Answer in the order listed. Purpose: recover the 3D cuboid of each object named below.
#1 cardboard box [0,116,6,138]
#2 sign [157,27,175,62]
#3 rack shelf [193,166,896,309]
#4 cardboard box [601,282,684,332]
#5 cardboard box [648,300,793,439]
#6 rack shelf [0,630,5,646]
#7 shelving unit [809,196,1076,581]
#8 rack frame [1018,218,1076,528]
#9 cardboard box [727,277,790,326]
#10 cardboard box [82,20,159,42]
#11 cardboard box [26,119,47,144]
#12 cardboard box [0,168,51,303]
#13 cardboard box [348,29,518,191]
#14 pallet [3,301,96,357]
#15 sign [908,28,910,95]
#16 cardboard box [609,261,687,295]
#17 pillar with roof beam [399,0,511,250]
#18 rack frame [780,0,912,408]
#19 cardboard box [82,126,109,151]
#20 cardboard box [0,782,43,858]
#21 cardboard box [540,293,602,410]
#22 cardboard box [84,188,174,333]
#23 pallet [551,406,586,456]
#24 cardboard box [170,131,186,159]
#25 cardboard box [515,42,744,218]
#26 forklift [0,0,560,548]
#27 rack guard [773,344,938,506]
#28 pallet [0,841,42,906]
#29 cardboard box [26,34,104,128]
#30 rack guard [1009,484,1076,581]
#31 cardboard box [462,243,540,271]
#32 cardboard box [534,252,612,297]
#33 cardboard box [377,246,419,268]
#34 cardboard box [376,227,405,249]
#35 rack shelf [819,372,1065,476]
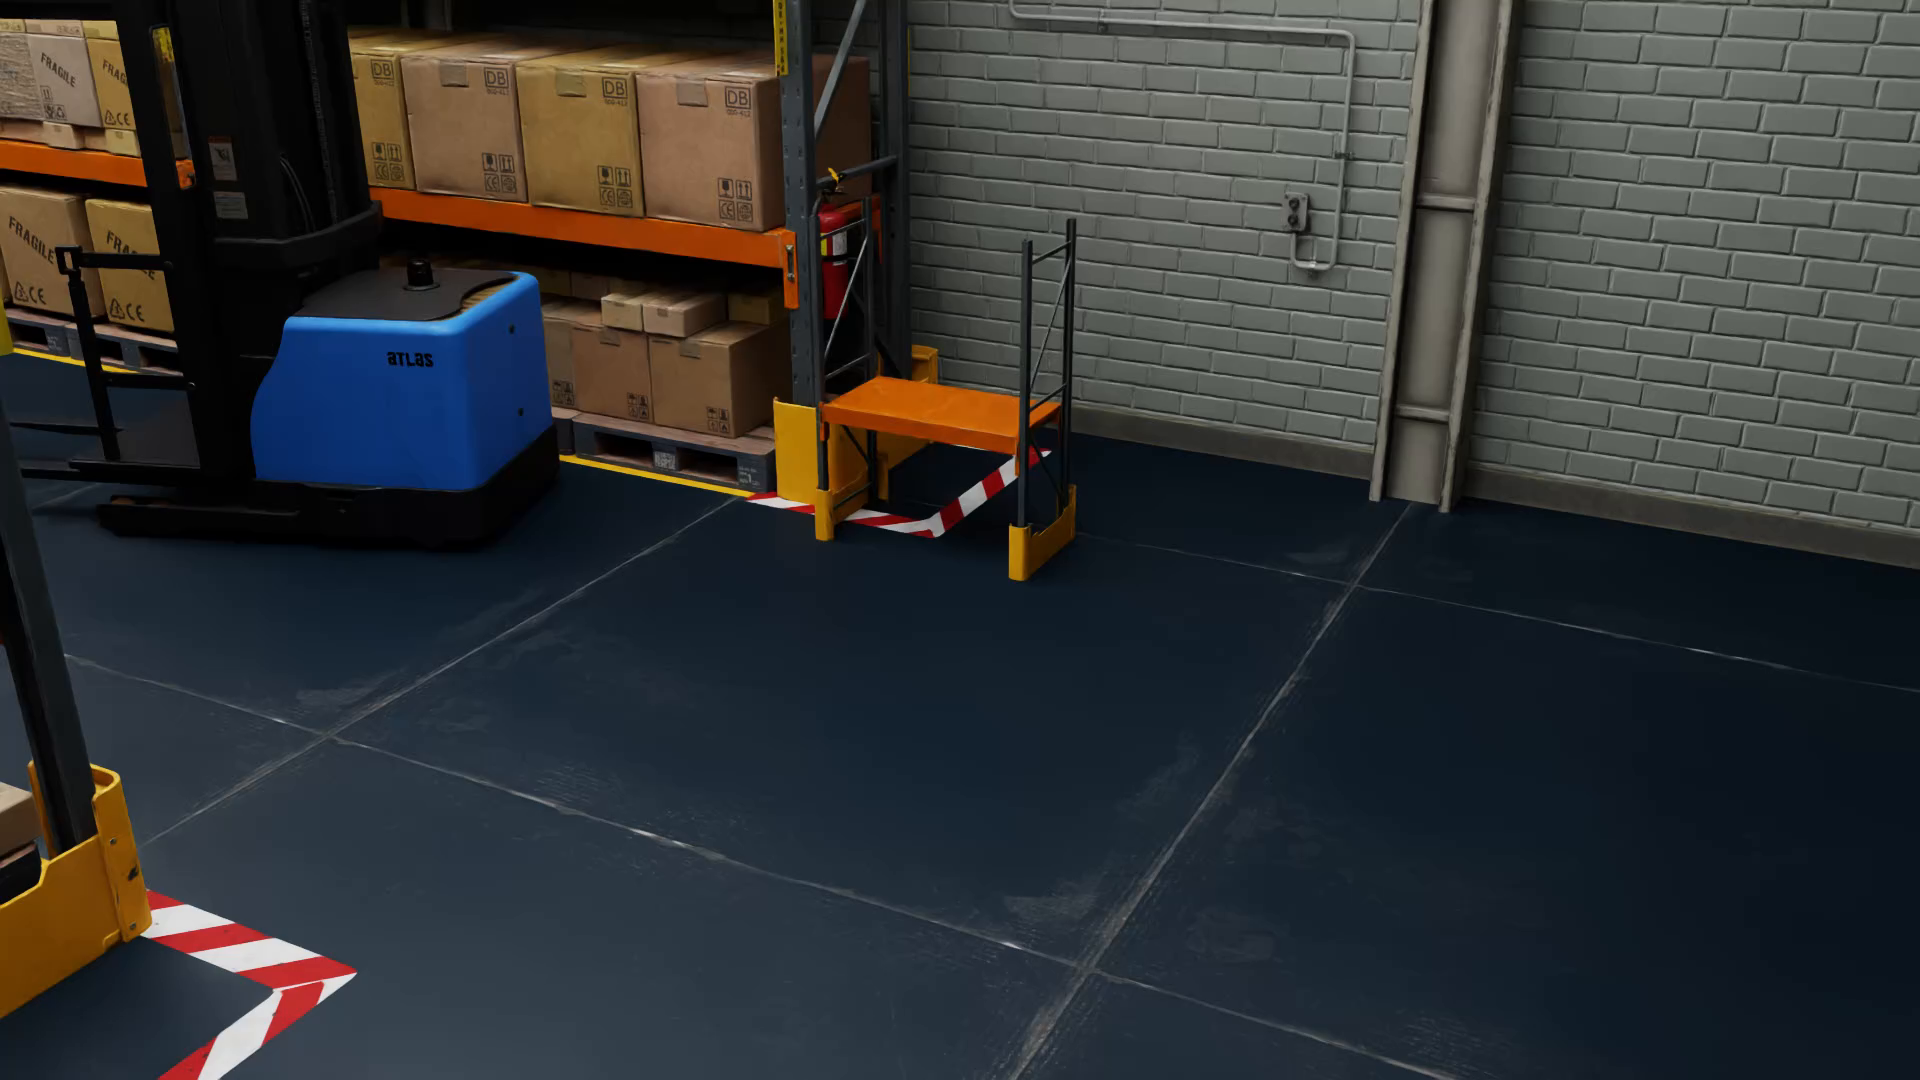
[{"bbox_3d":[-5.880,-2.623,10.380,0.250,0.149,0.380,12,26,26],"label":"cardboard box"},{"bbox_3d":[-4.341,-2.783,9.083,0.005,0.325,0.100,11,25,25],"label":"sign"},{"bbox_3d":[-2.320,-1.794,9.054,4.000,0.370,1.077,11,25,25],"label":"rack shelf"},{"bbox_3d":[-1.630,-1.206,8.580,0.250,0.149,0.380,12,26,26],"label":"cardboard box"},{"bbox_3d":[-1.205,-0.903,8.698,0.500,0.500,0.700,11,25,25],"label":"cardboard box"},{"bbox_3d":[-4.552,-0.063,4.984,4.000,0.370,1.077,11,25,25],"label":"rack shelf"},{"bbox_3d":[-0.068,-0.704,7.488,1.083,1.500,0.587,11,25,25],"label":"shelving unit"},{"bbox_3d":[0.378,-0.615,7.281,0.032,1.500,0.500,11,25,25],"label":"rack frame"},{"bbox_3d":[-1.003,-1.249,8.684,0.250,0.149,0.380,11,26,25],"label":"cardboard box"},{"bbox_3d":[-4.637,-3.008,9.499,0.500,0.250,0.500,12,26,26],"label":"cardboard box"},{"bbox_3d":[-5.432,-2.522,10.144,0.250,0.149,0.380,11,25,25],"label":"cardboard box"},{"bbox_3d":[-6.299,-2.056,10.961,0.750,0.750,0.750,11,25,24],"label":"cardboard box"},{"bbox_3d":[-2.979,-2.384,9.139,0.700,0.700,0.980,11,25,23],"label":"cardboard box"},{"bbox_3d":[-5.920,-1.519,11.053,1.213,0.211,1.003,11,25,25],"label":"pallet"},{"bbox_3d":[-0.280,-2.399,8.351,0.005,0.325,0.100,11,25,25],"label":"sign"},{"bbox_3d":[-1.679,-1.383,8.998,0.250,0.149,0.380,11,26,25],"label":"cardboard box"},{"bbox_3d":[-5.032,-3.913,5.454,0.400,9.000,9.100,11,25,25],"label":"pillar with roof beam"},{"bbox_3d":[-0.535,-1.771,8.083,0.127,3.000,1.000,11,25,25],"label":"rack frame"},{"bbox_3d":[-4.981,-2.430,9.927,0.250,0.149,0.380,12,26,26],"label":"cardboard box"},{"bbox_3d":[-2.986,0.875,4.941,0.250,0.149,0.380,11,25,25],"label":"cardboard box"},{"bbox_3d":[-2.101,-1.080,9.114,0.500,0.500,0.700,10,25,23],"label":"cardboard box"},{"bbox_3d":[-4.744,-1.751,10.245,0.750,0.750,0.750,12,26,25],"label":"cardboard box"},{"bbox_3d":[-2.369,-0.818,9.404,1.213,0.211,1.003,11,25,25],"label":"pallet"},{"bbox_3d":[-4.534,-2.332,9.697,0.250,0.149,0.380,11,26,25],"label":"cardboard box"},{"bbox_3d":[-1.649,-2.121,8.520,0.700,0.700,0.980,11,25,24],"label":"cardboard box"},{"bbox_3d":[-3.587,-1.567,7.690,3.031,2.935,1.130,3,23,8],"label":"forklift"},{"bbox_3d":[-0.514,-0.617,8.562,0.348,0.500,1.175,11,25,25],"label":"rack guard"},{"bbox_3d":[-3.547,1.089,4.920,1.213,0.211,1.003,11,25,25],"label":"pallet"},{"bbox_3d":[-5.090,-2.750,9.850,0.500,0.500,0.500,11,26,25],"label":"cardboard box"},{"bbox_3d":[0.376,-0.041,7.526,0.087,0.250,0.587,11,25,25],"label":"rack guard"},{"bbox_3d":[-2.592,-1.563,9.420,0.250,0.149,0.380,11,26,25],"label":"cardboard box"},{"bbox_3d":[-2.136,-1.473,9.208,0.250,0.149,0.380,11,26,25],"label":"cardboard box"},{"bbox_3d":[-3.261,-1.527,9.337,0.250,0.149,0.380,12,26,26],"label":"cardboard box"},{"bbox_3d":[-3.524,-1.746,9.852,0.250,0.149,0.380,11,25,24],"label":"cardboard box"},{"bbox_3d":[-0.076,-0.540,7.562,1.000,0.185,0.538,11,25,25],"label":"rack shelf"}]
